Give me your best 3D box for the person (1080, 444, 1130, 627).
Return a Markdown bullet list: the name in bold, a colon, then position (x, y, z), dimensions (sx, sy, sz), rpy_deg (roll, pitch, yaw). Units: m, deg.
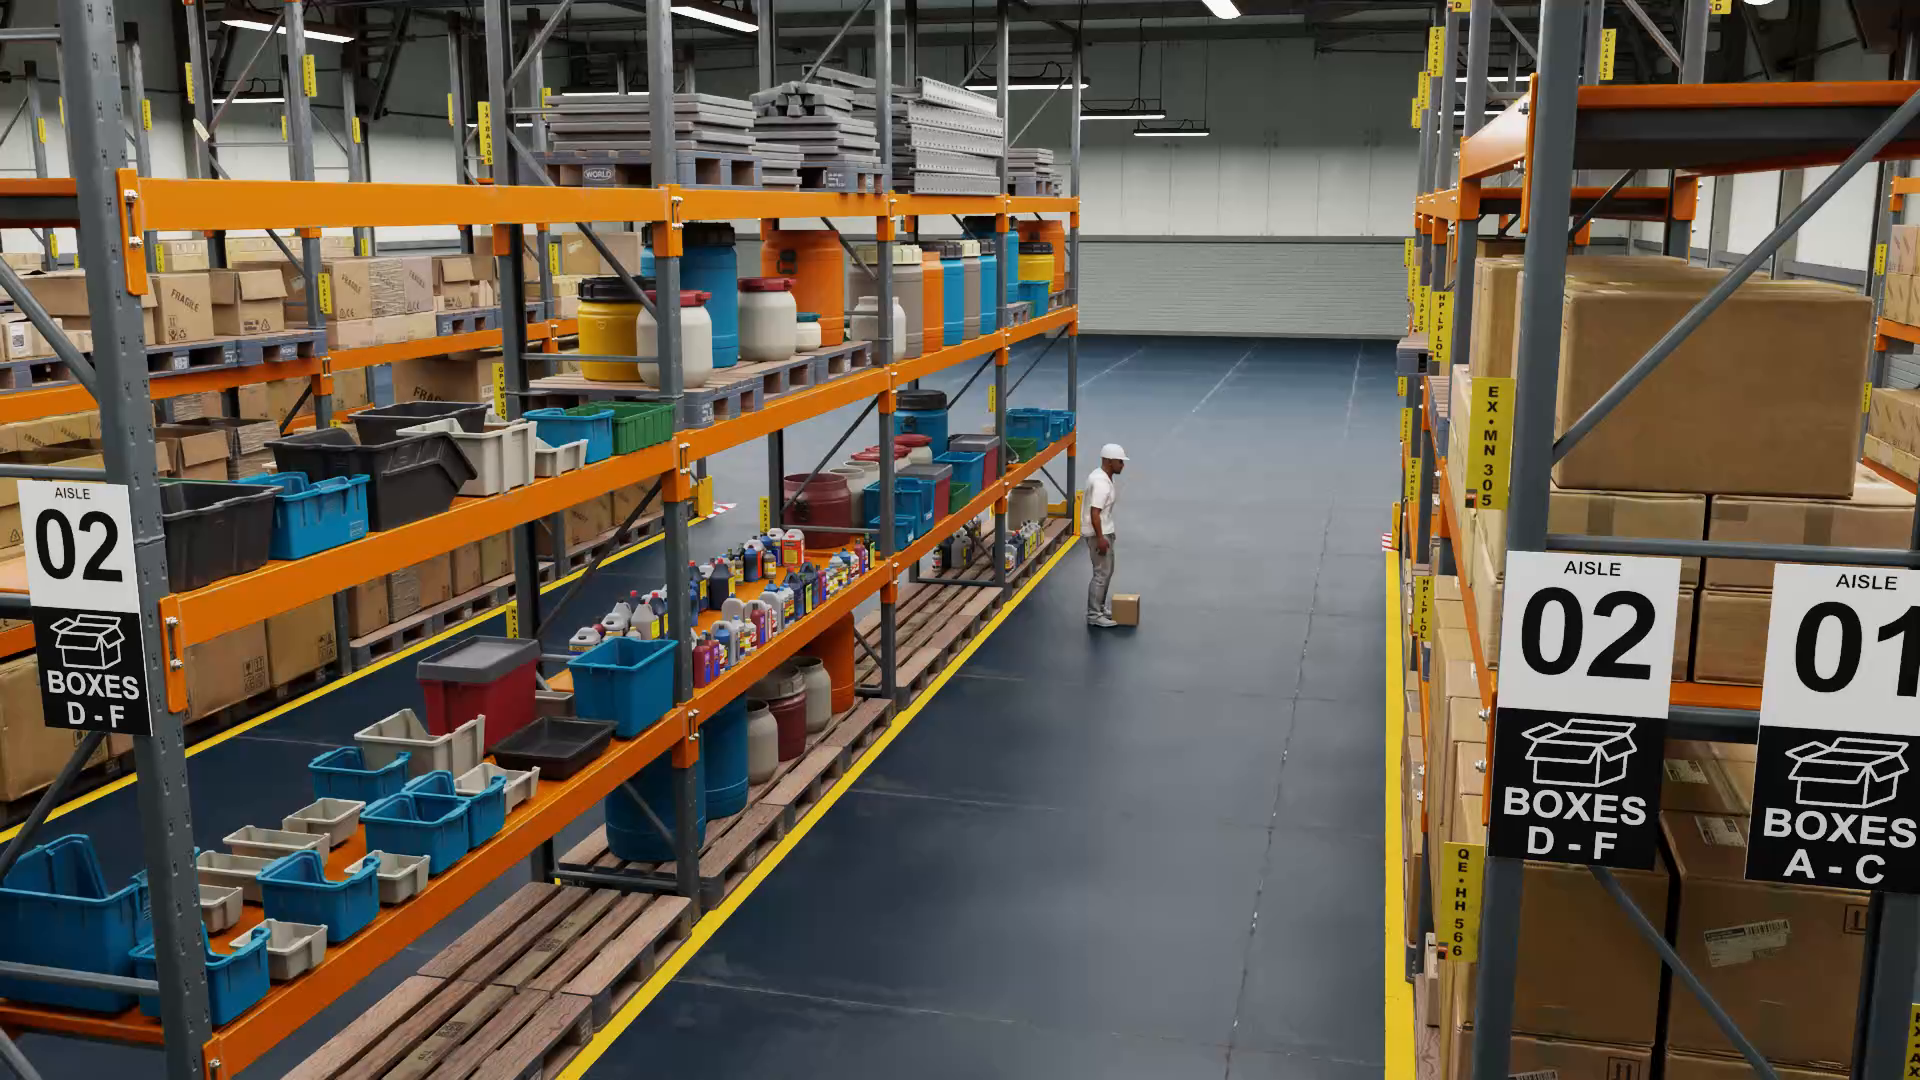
- **person**: position (1.408, -0.065, 16.220), dimensions (0.463, 1.760, 0.631), rpy_deg (3, 12, 13)
